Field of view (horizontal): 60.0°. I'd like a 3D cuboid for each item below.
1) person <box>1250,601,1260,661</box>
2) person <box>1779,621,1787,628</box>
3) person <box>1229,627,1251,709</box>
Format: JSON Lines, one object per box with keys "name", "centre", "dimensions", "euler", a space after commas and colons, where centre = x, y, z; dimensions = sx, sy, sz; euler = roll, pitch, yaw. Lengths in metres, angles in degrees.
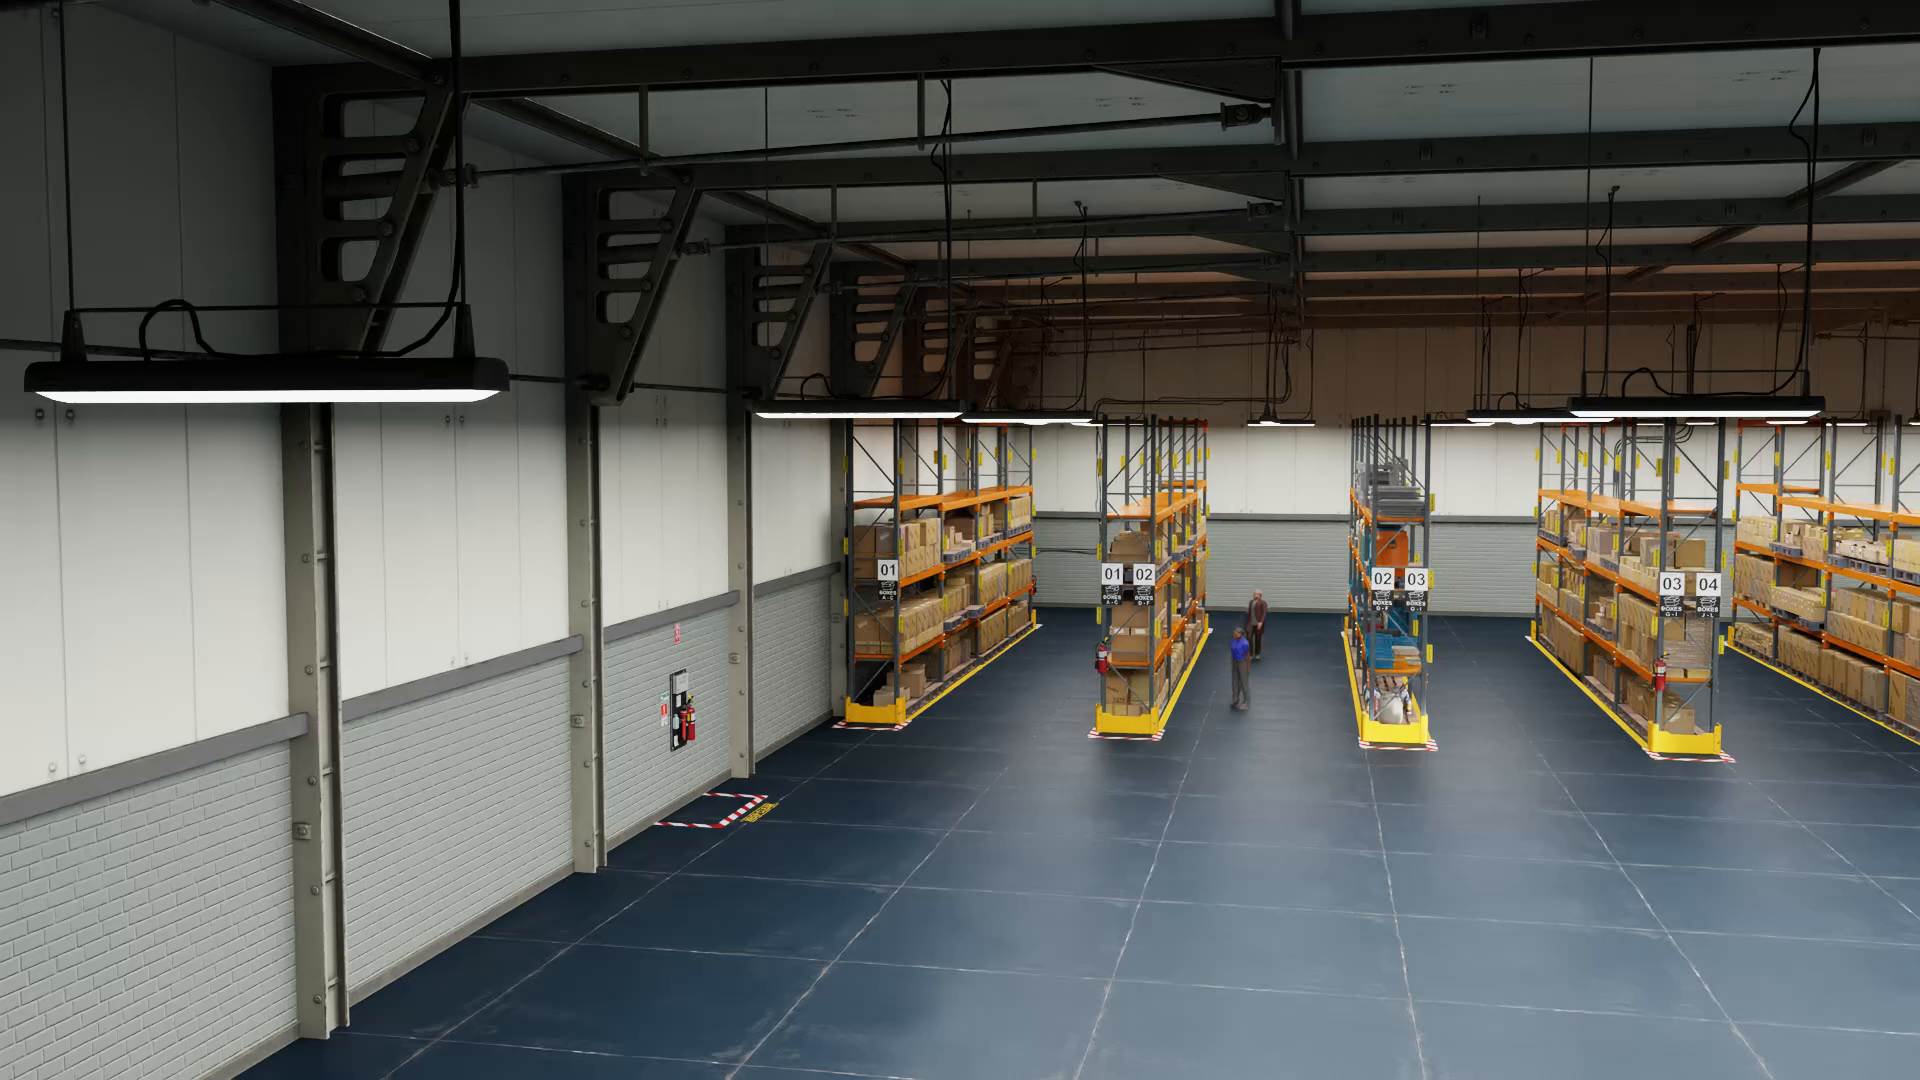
{"name": "person", "centre": [7.353, 2.241, 41.205], "dimensions": [0.498, 1.516, 0.622], "euler": [1, 4, 15]}
{"name": "person", "centre": [22.696, 1.847, 45.313], "dimensions": [0.876, 1.683, 0.576], "euler": [0, 4, 6]}
{"name": "person", "centre": [5.746, 2.621, 34.200], "dimensions": [0.317, 1.655, 0.546], "euler": [-2, 4, -26]}
